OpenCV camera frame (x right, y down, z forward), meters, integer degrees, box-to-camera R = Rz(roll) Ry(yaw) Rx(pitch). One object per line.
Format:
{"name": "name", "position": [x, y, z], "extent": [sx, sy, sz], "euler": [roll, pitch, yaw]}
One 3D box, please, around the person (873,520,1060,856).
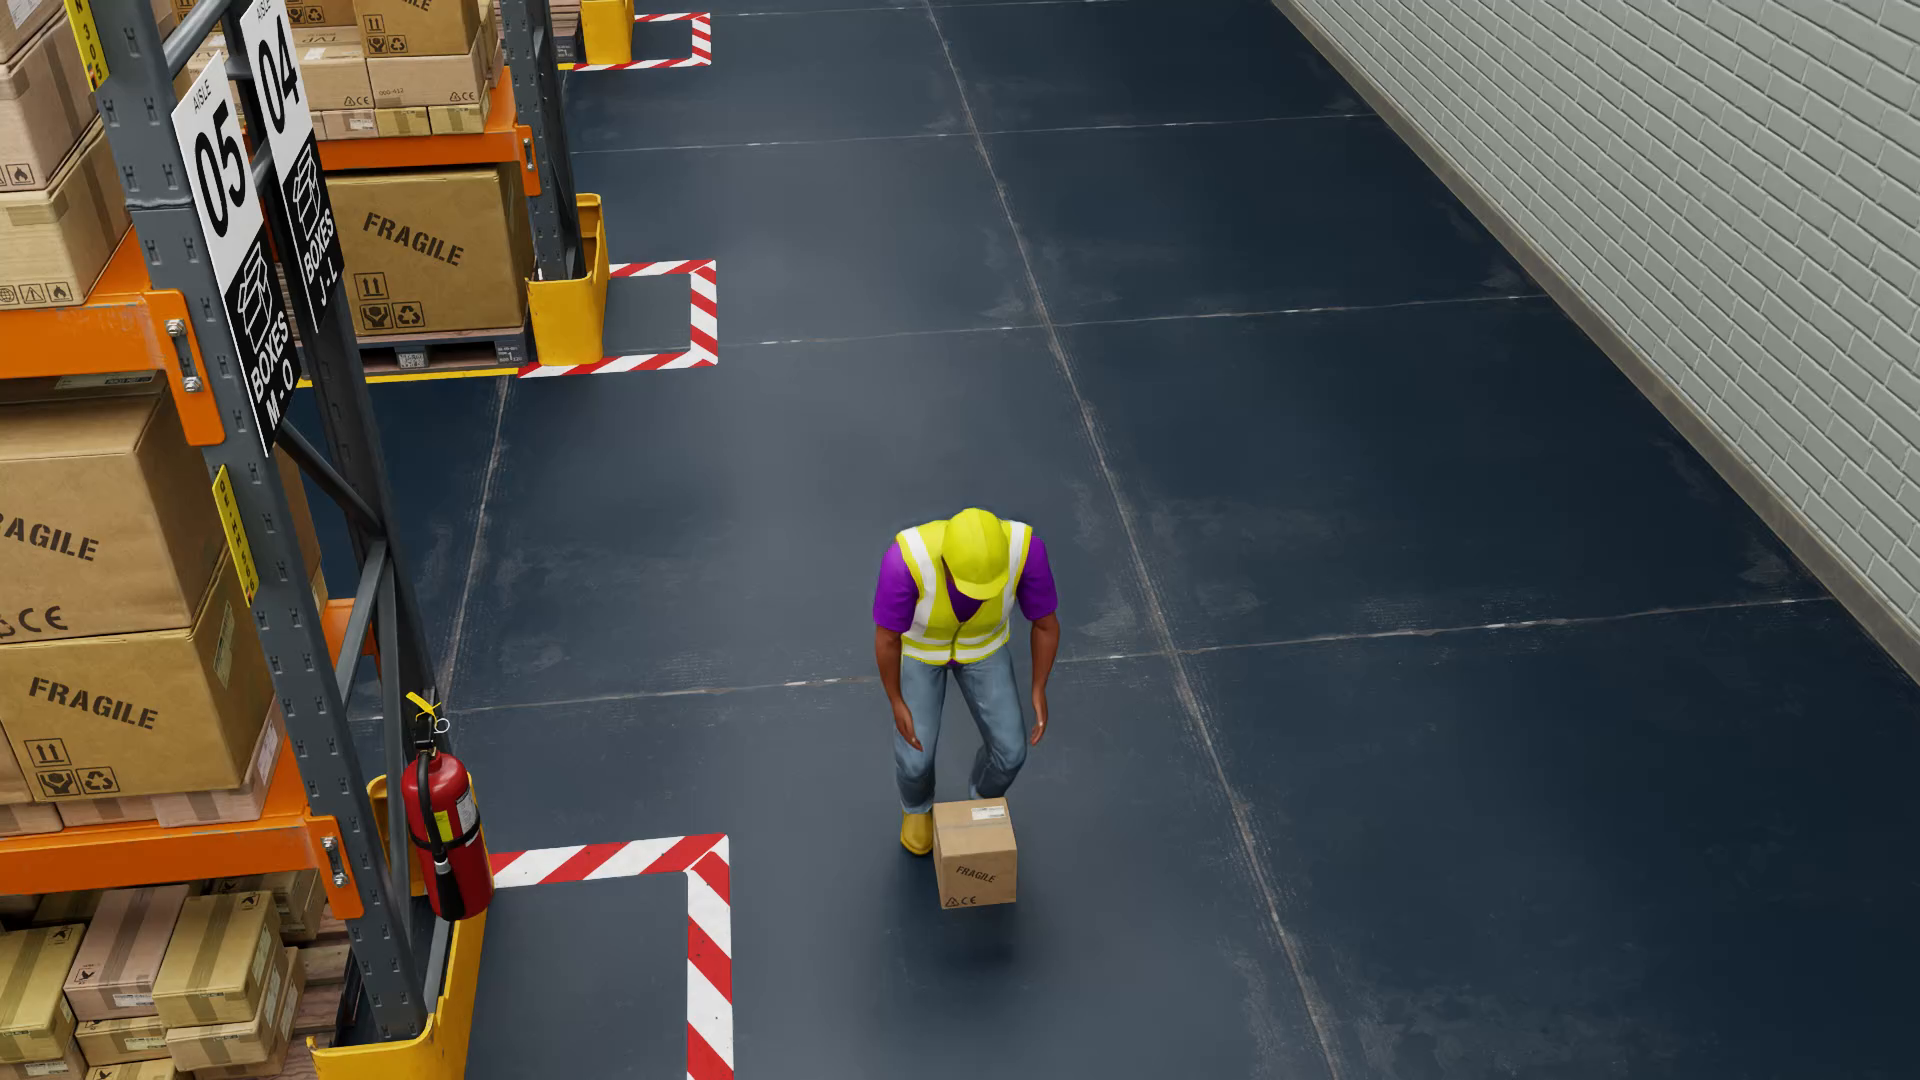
{"name": "person", "position": [0.017, 0.443, 5.707], "extent": [0.625, 1.511, 0.632], "euler": [-4, 35, -6]}
